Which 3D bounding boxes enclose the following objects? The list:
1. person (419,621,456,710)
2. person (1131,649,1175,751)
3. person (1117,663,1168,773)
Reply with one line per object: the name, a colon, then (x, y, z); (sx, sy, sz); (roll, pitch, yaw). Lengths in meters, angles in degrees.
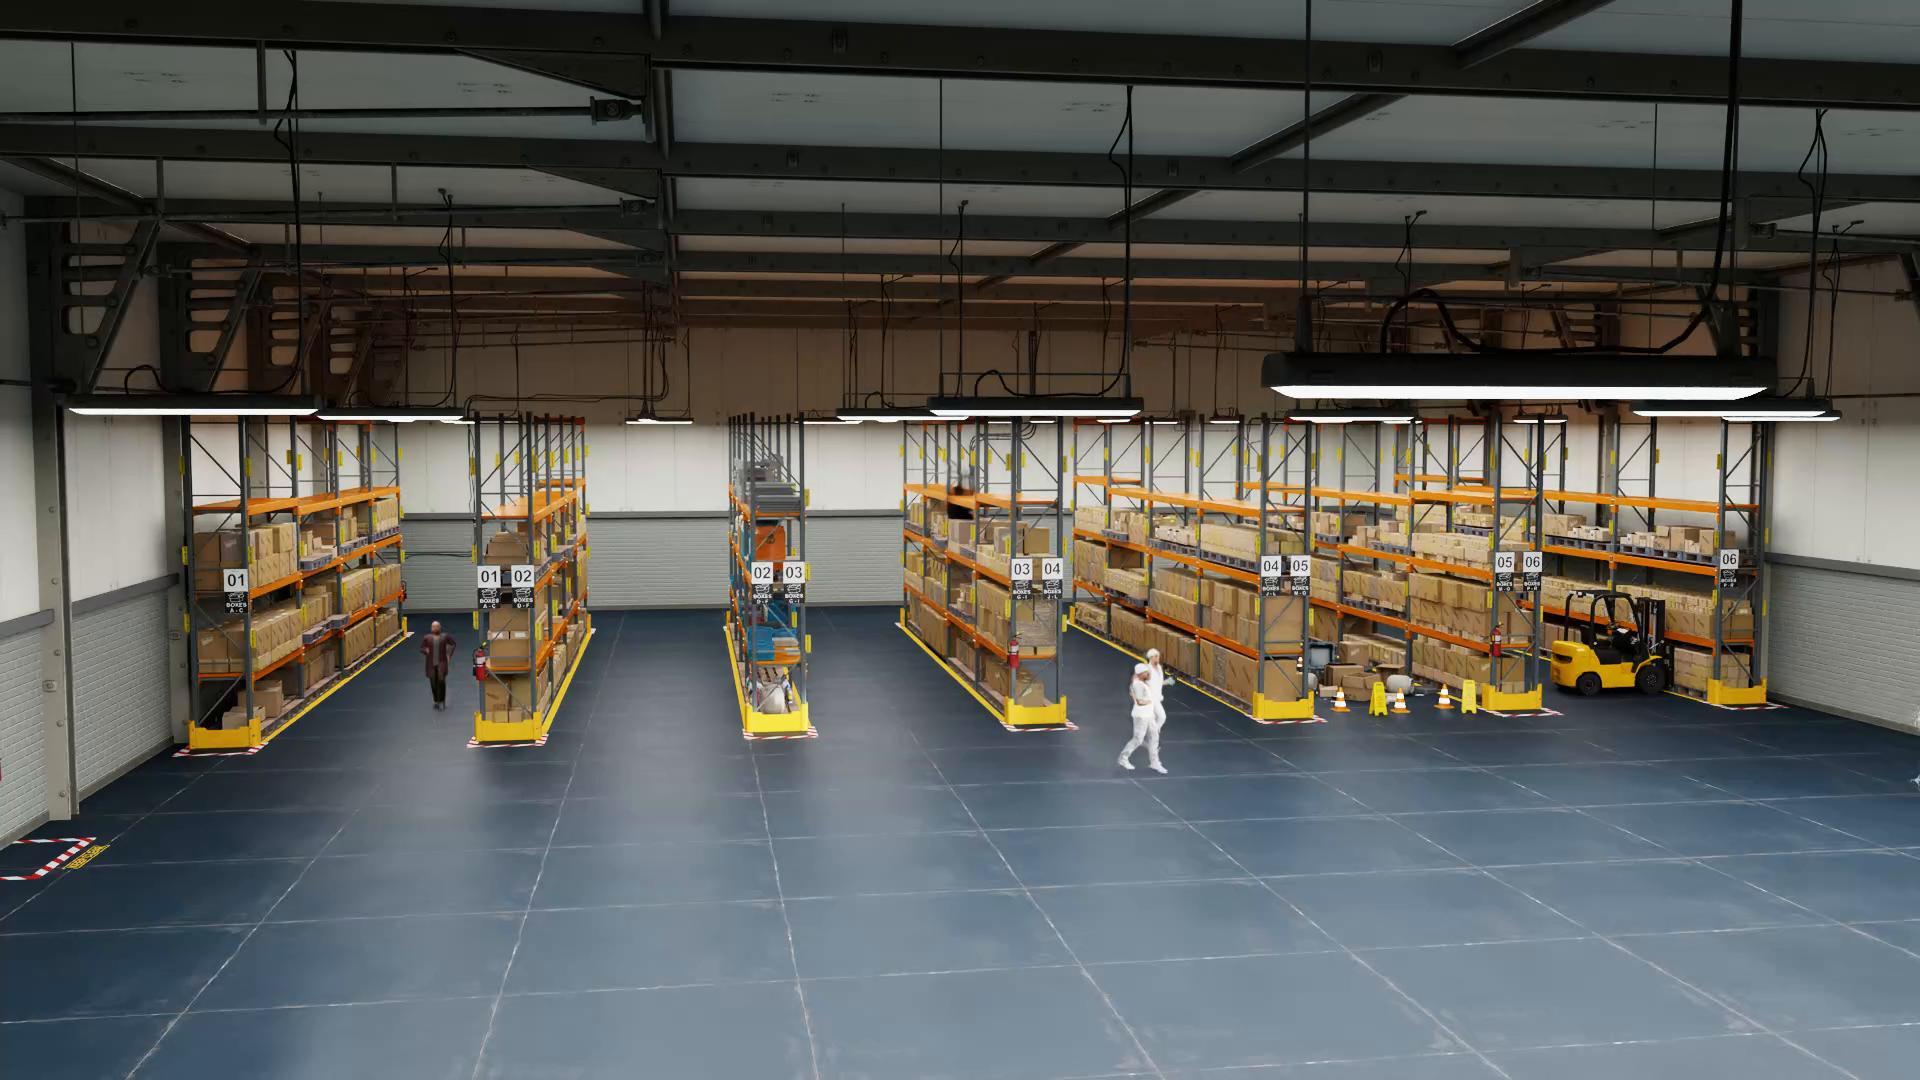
person: (-10.601, 2.554, 33.702); (0.688, 1.814, 0.754); (-1, 4, -9)
person: (3.440, 2.838, 29.528); (0.737, 1.832, 0.616); (2, 5, 31)
person: (3.015, 2.944, 27.462); (0.824, 1.823, 0.664); (1, 4, 19)
